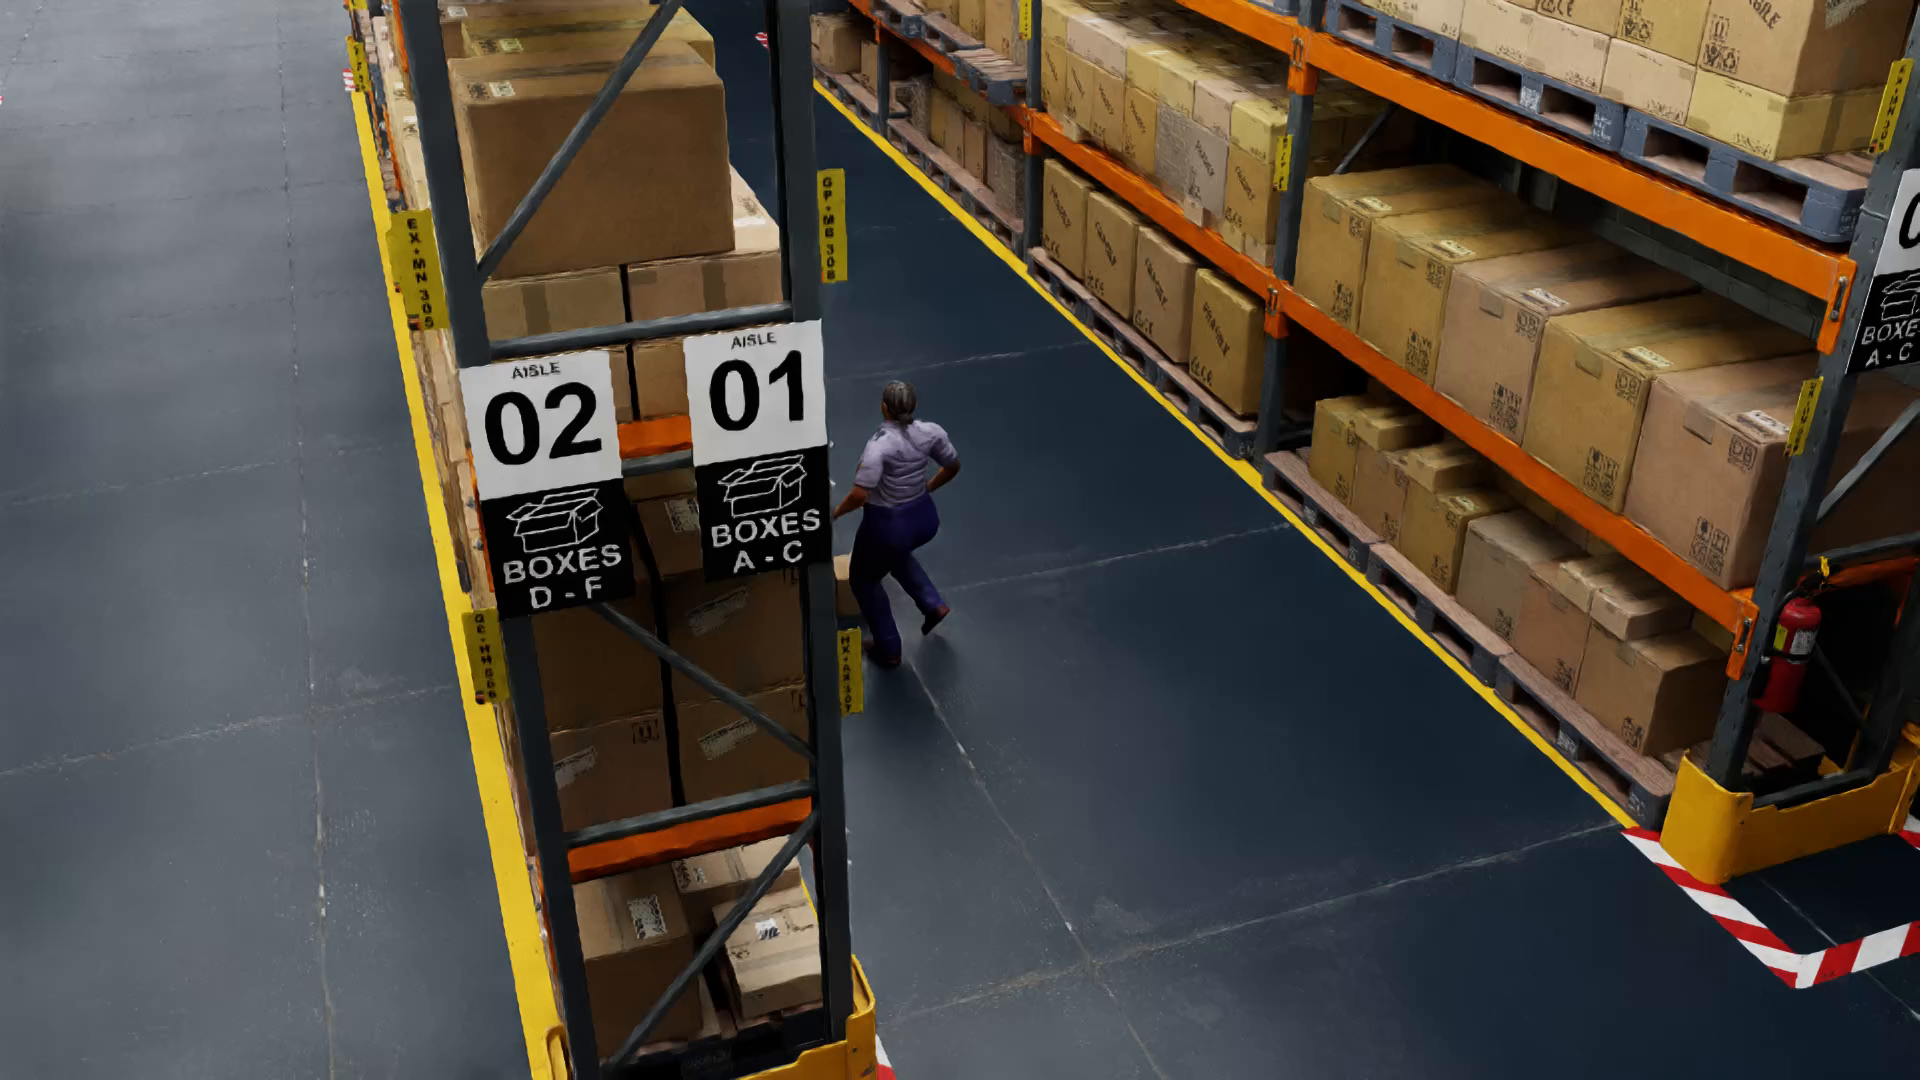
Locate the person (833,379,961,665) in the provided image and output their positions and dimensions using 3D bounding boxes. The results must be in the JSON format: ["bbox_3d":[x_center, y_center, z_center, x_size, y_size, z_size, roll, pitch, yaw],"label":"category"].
[{"bbox_3d":[-0.369,-0.093,8.555,0.485,1.599,0.663,25,38,36],"label":"person"}]
